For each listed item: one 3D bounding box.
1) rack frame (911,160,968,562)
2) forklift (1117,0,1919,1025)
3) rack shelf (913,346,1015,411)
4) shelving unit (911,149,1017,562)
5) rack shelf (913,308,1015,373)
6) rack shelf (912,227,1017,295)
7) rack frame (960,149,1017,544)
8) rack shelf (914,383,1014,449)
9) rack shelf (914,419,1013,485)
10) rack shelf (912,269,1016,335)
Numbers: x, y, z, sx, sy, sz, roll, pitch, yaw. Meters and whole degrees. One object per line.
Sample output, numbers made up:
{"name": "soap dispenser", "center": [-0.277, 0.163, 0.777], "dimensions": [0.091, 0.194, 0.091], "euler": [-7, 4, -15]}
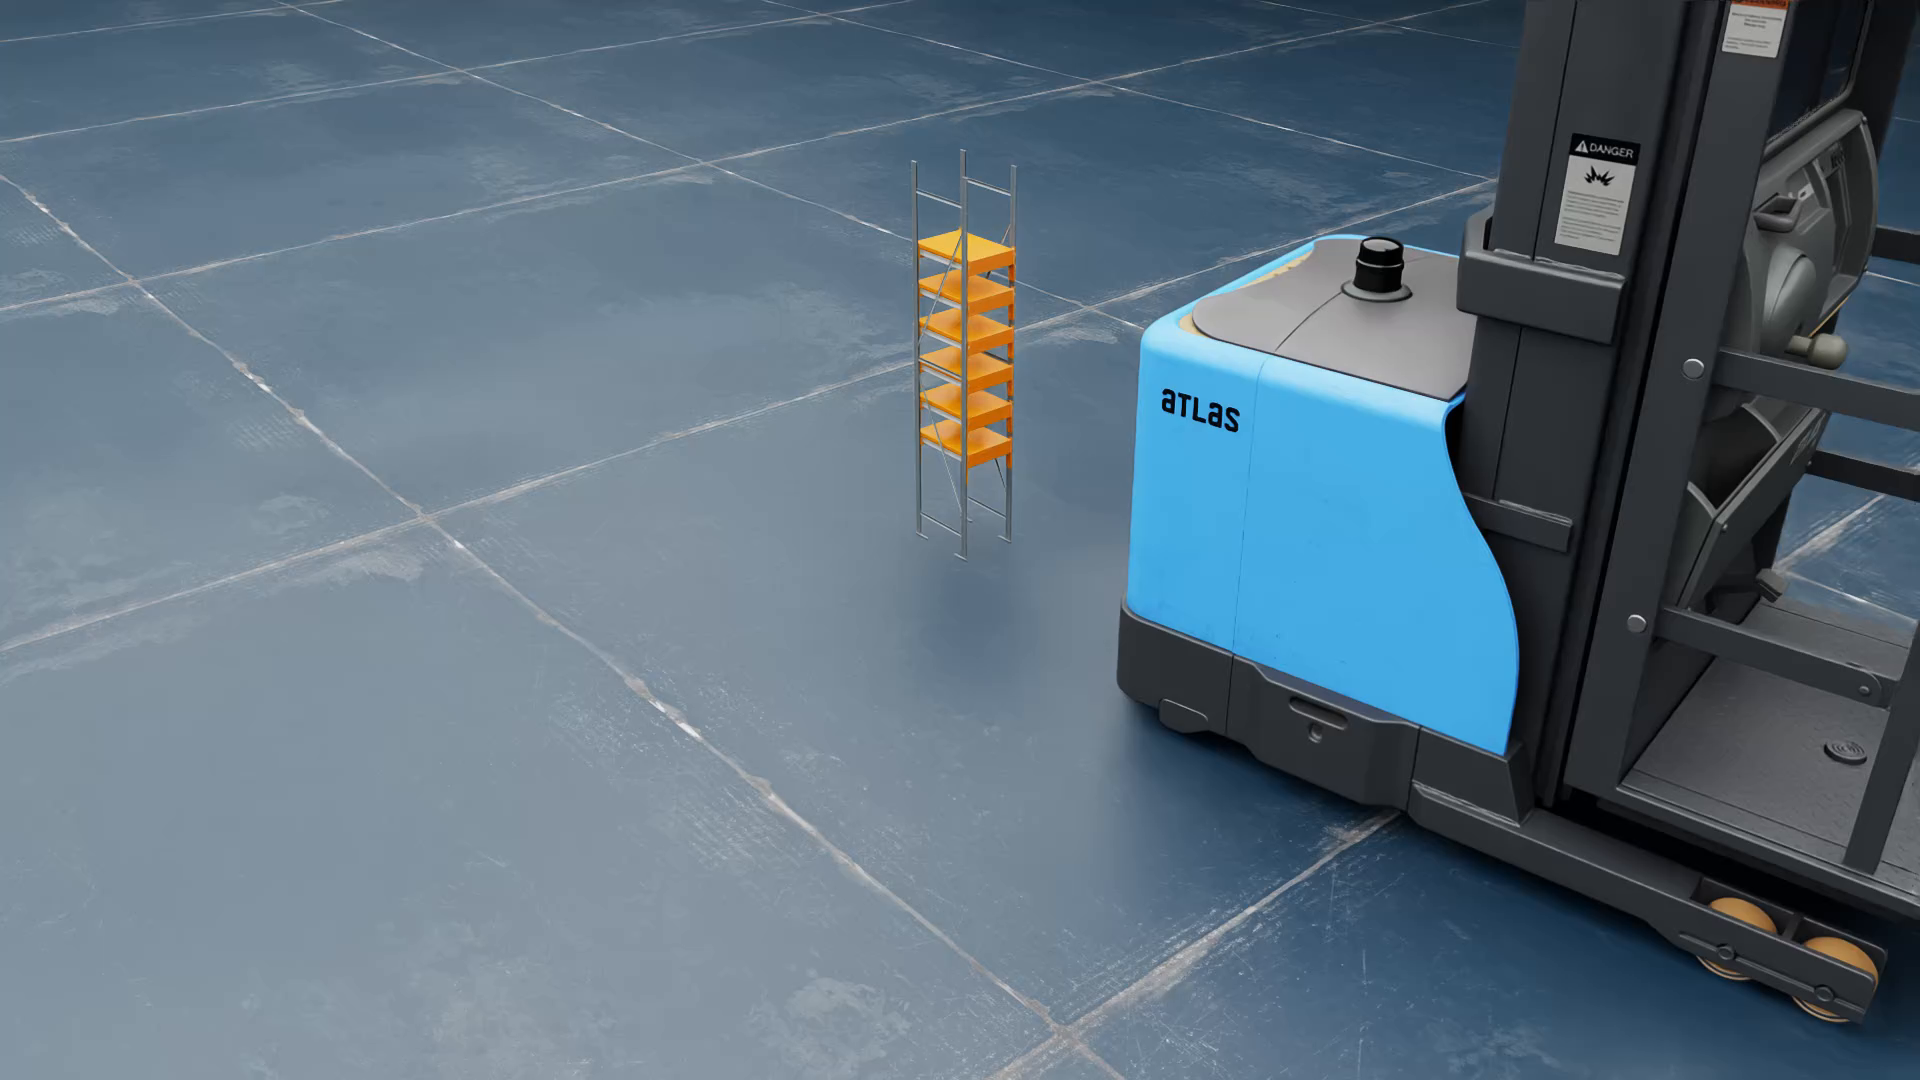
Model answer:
{"name": "rack frame", "center": [-0.059, -0.506, 4.923], "dimensions": [0.006, 1.200, 0.240], "euler": [-22, 35, -35]}
{"name": "forklift", "center": [1.879, -0.591, 3.247], "dimensions": [3.031, 2.935, 1.130], "euler": [21, 34, 34]}
{"name": "rack shelf", "center": [0.011, -0.494, 4.996], "dimensions": [0.180, 0.103, 0.258], "euler": [-22, 35, -35]}
{"name": "shelving unit", "center": [0.011, -0.534, 4.975], "dimensions": [0.189, 1.200, 0.258], "euler": [-22, 35, -35]}
{"name": "rack shelf", "center": [0.011, -0.600, 4.940], "dimensions": [0.180, 0.103, 0.258], "euler": [-22, 35, -35]}
{"name": "rack shelf", "center": [0.011, -0.812, 4.827], "dimensions": [0.180, 0.103, 0.258], "euler": [-22, 35, -35]}
{"name": "rack frame", "center": [0.081, -0.562, 5.028], "dimensions": [0.006, 1.200, 0.240], "euler": [-22, 35, -35]}
{"name": "rack shelf", "center": [0.011, -0.389, 5.053], "dimensions": [0.180, 0.103, 0.258], "euler": [-22, 35, -35]}
{"name": "rack shelf", "center": [0.011, -0.283, 5.110], "dimensions": [0.180, 0.103, 0.258], "euler": [-22, 35, -35]}
{"name": "rack shelf", "center": [0.011, -0.706, 4.883], "dimensions": [0.180, 0.103, 0.258], "euler": [-22, 35, -35]}
